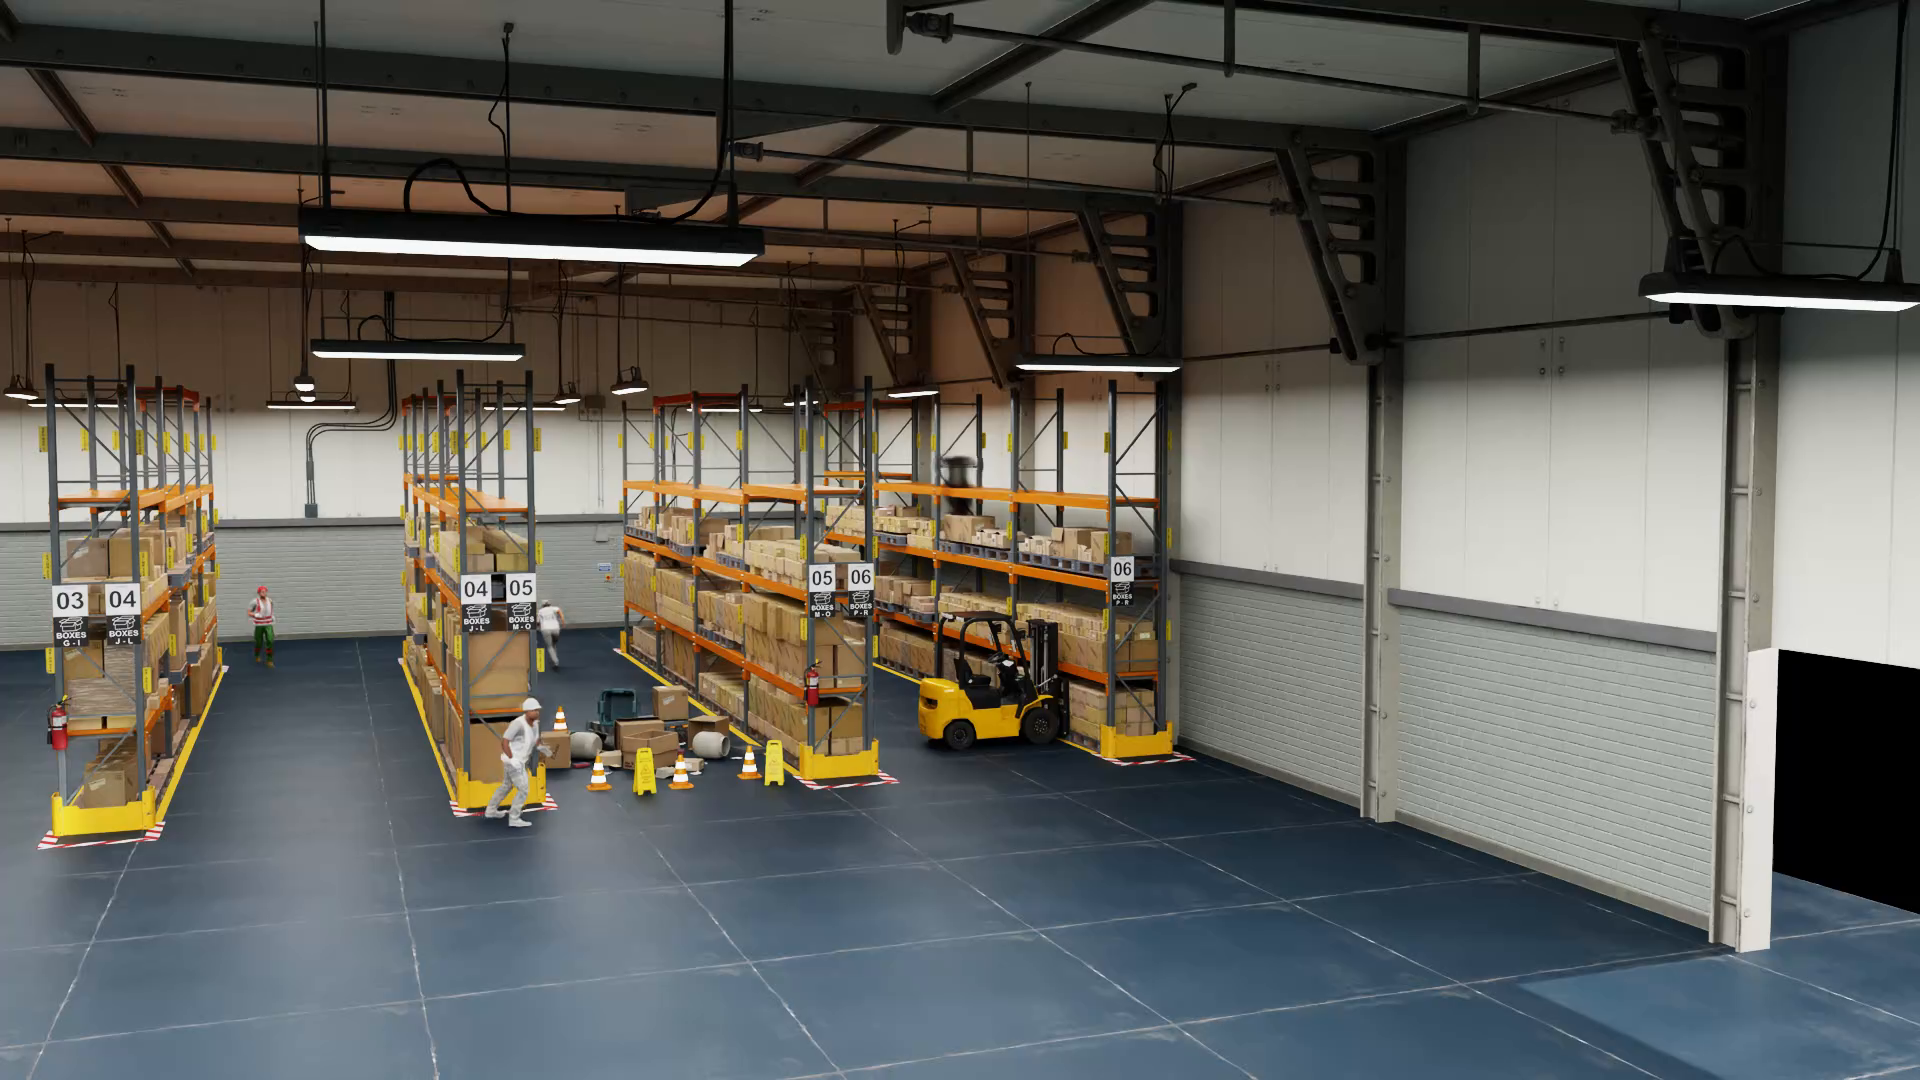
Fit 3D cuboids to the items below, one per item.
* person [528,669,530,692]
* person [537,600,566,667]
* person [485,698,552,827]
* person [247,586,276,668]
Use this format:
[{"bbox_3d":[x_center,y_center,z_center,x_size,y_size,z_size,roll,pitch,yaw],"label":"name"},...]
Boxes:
[{"bbox_3d":[-8.702,2.342,33.146,0.635,1.501,0.536,1,3,11],"label":"person"},{"bbox_3d":[-9.159,2.091,37.133,0.614,1.468,1.074,-1,4,-22],"label":"person"},{"bbox_3d":[-5.802,2.891,21.714,0.916,1.697,0.711,0,3,1],"label":"person"},{"bbox_3d":[-15.610,1.924,37.181,0.635,1.803,0.937,-3,4,-39],"label":"person"}]
